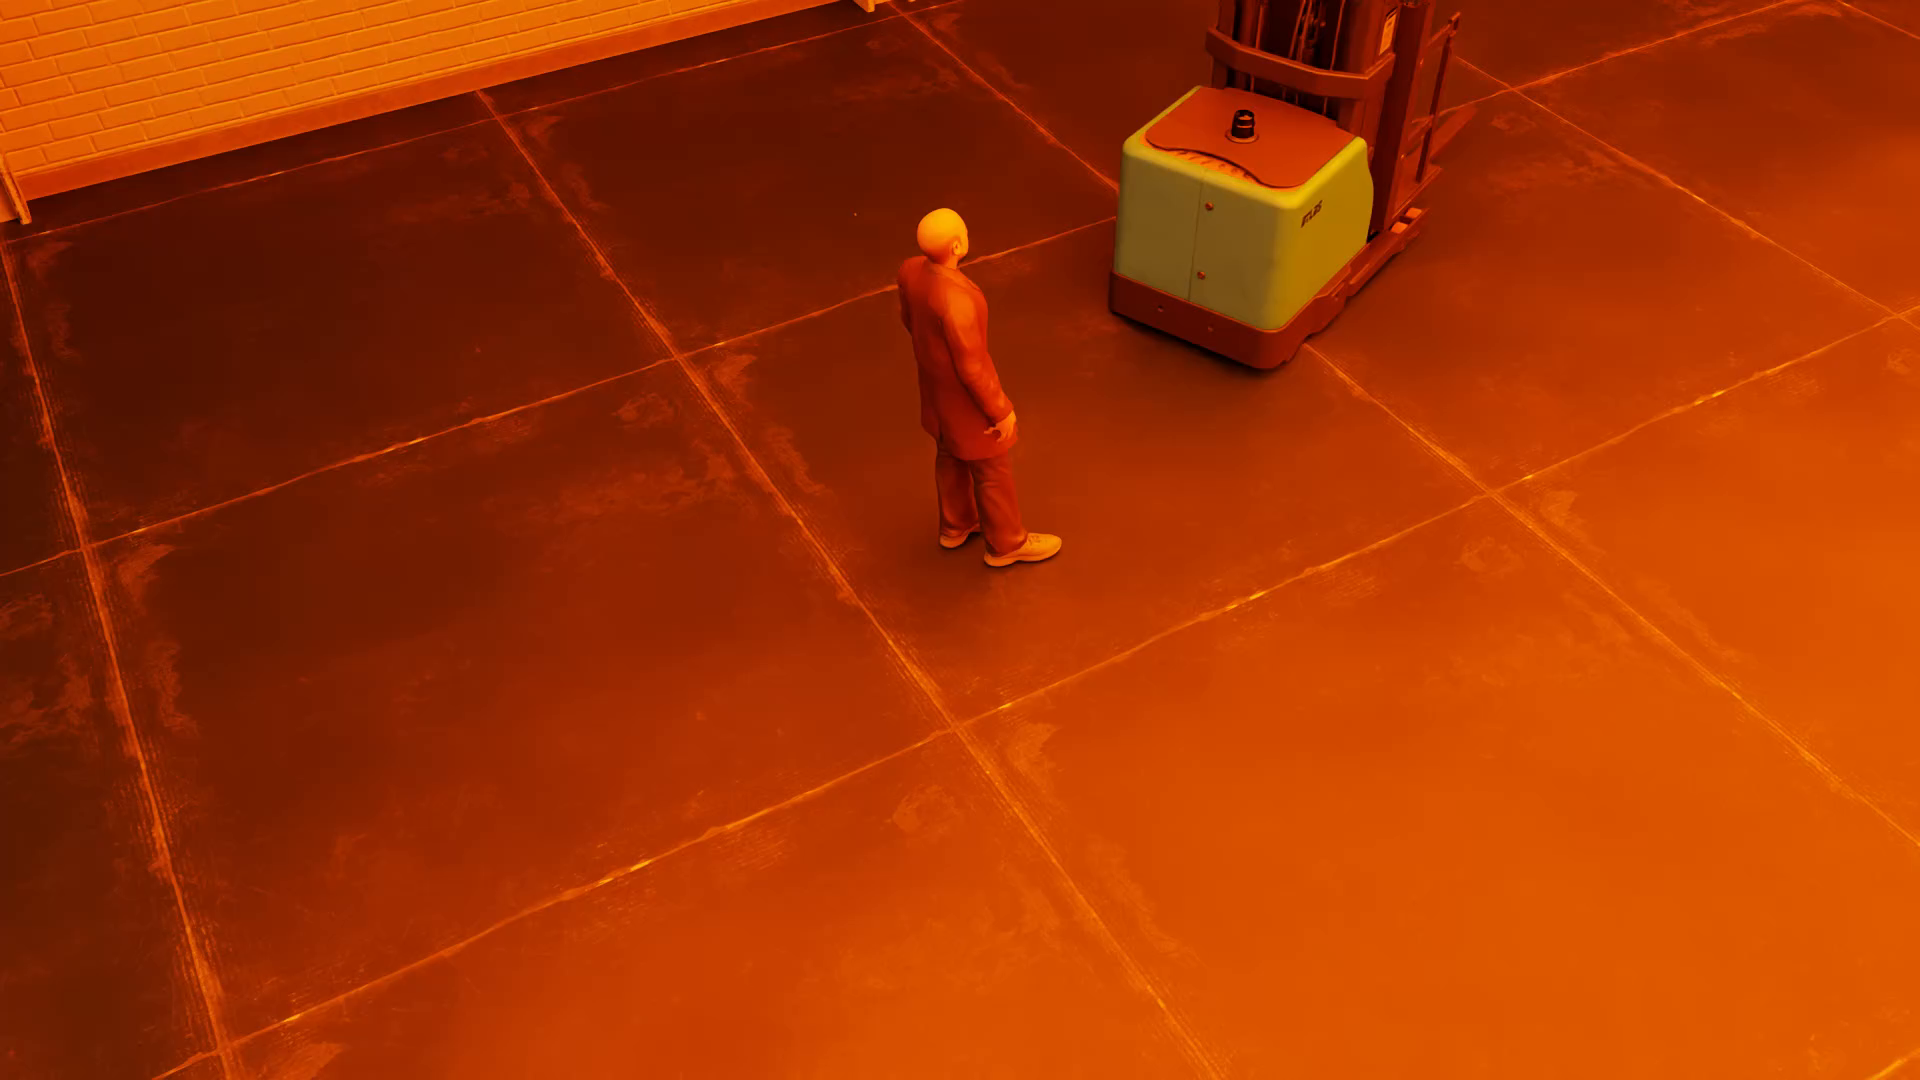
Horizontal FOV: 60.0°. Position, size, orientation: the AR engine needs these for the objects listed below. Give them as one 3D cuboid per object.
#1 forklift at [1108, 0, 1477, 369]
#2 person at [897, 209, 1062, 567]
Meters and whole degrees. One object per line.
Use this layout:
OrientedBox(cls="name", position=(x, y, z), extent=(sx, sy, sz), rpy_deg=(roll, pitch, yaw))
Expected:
OrientedBox(cls="forklift", position=(2.088, -2.929, 8.856), extent=(1.130, 2.935, 3.031), rpy_deg=(26, 49, 26))
OrientedBox(cls="person", position=(0.081, -0.685, 7.274), extent=(0.582, 1.776, 0.696), rpy_deg=(-21, 47, -21))
